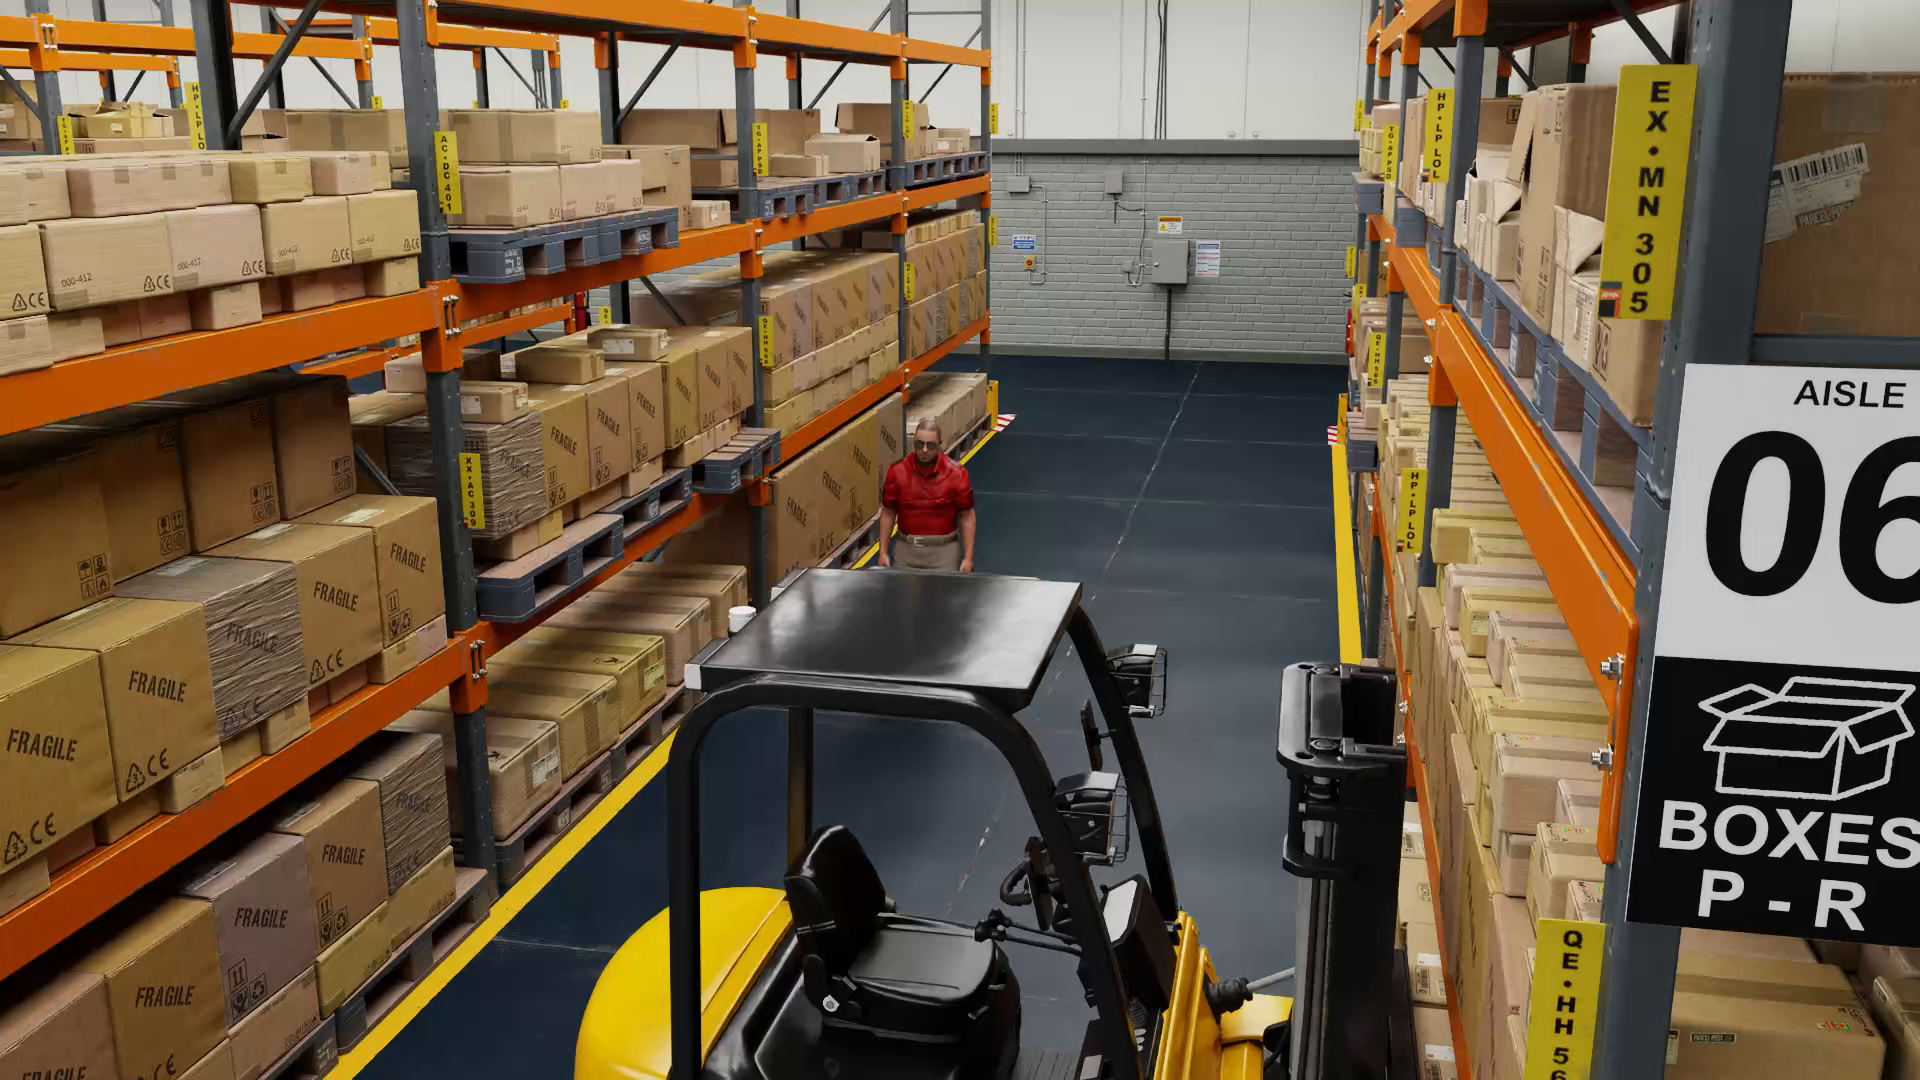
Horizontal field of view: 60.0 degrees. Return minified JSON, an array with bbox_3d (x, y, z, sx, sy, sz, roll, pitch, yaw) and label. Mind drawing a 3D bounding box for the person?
[{"bbox_3d":[-0.209,0.115,10.091,0.605,1.728,0.385,2,15,8],"label":"person"}]
